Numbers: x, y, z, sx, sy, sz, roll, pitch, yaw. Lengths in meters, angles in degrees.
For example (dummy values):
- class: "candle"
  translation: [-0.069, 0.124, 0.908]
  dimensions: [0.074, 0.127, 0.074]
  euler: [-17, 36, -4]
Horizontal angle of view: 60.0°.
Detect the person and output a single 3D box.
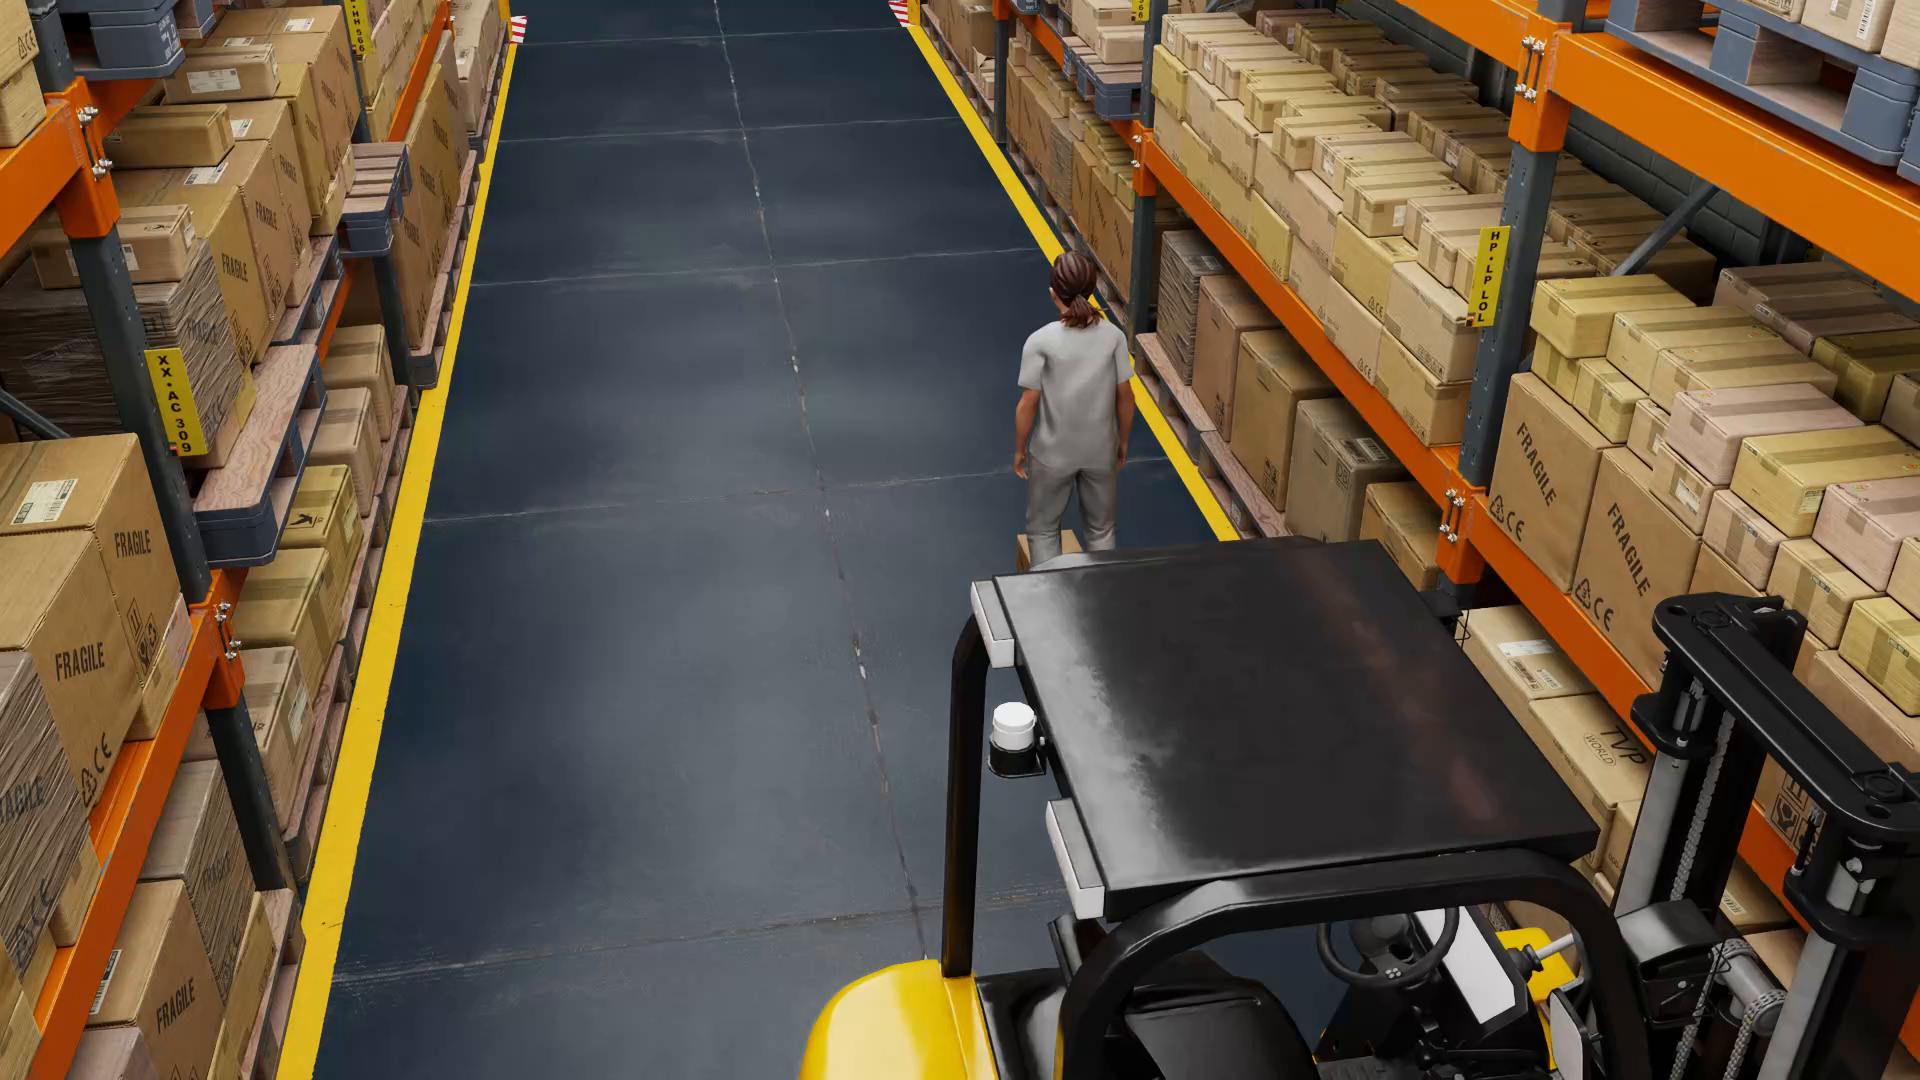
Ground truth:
- class: "person"
  translation: [0.454, -0.354, 6.727]
  dimensions: [0.486, 1.673, 0.357]
  euler: [-5, 31, -9]
